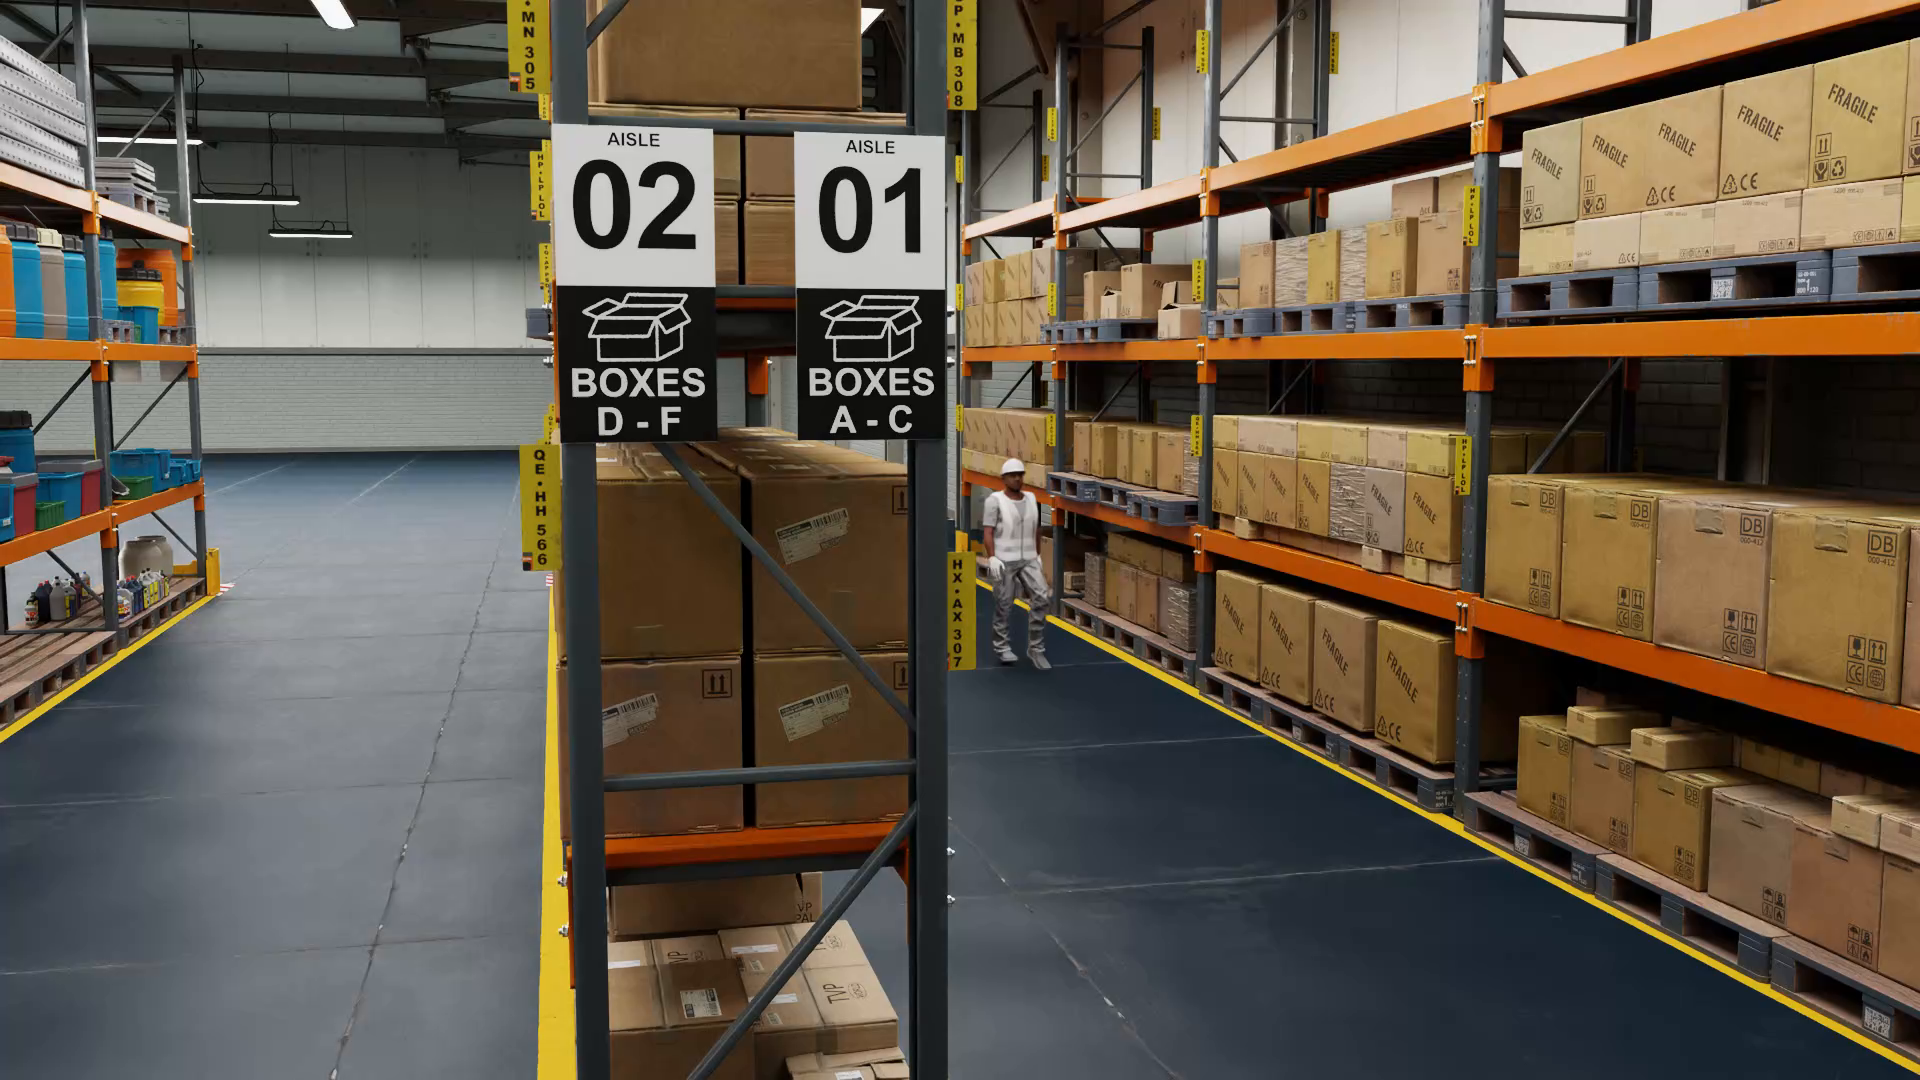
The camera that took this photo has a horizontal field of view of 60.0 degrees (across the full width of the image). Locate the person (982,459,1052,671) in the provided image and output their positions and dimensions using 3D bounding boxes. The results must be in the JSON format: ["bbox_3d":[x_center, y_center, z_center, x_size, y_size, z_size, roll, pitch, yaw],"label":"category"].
[{"bbox_3d":[0.494,0.214,14.308,0.622,1.826,0.573,-3,7,-25],"label":"person"}]
